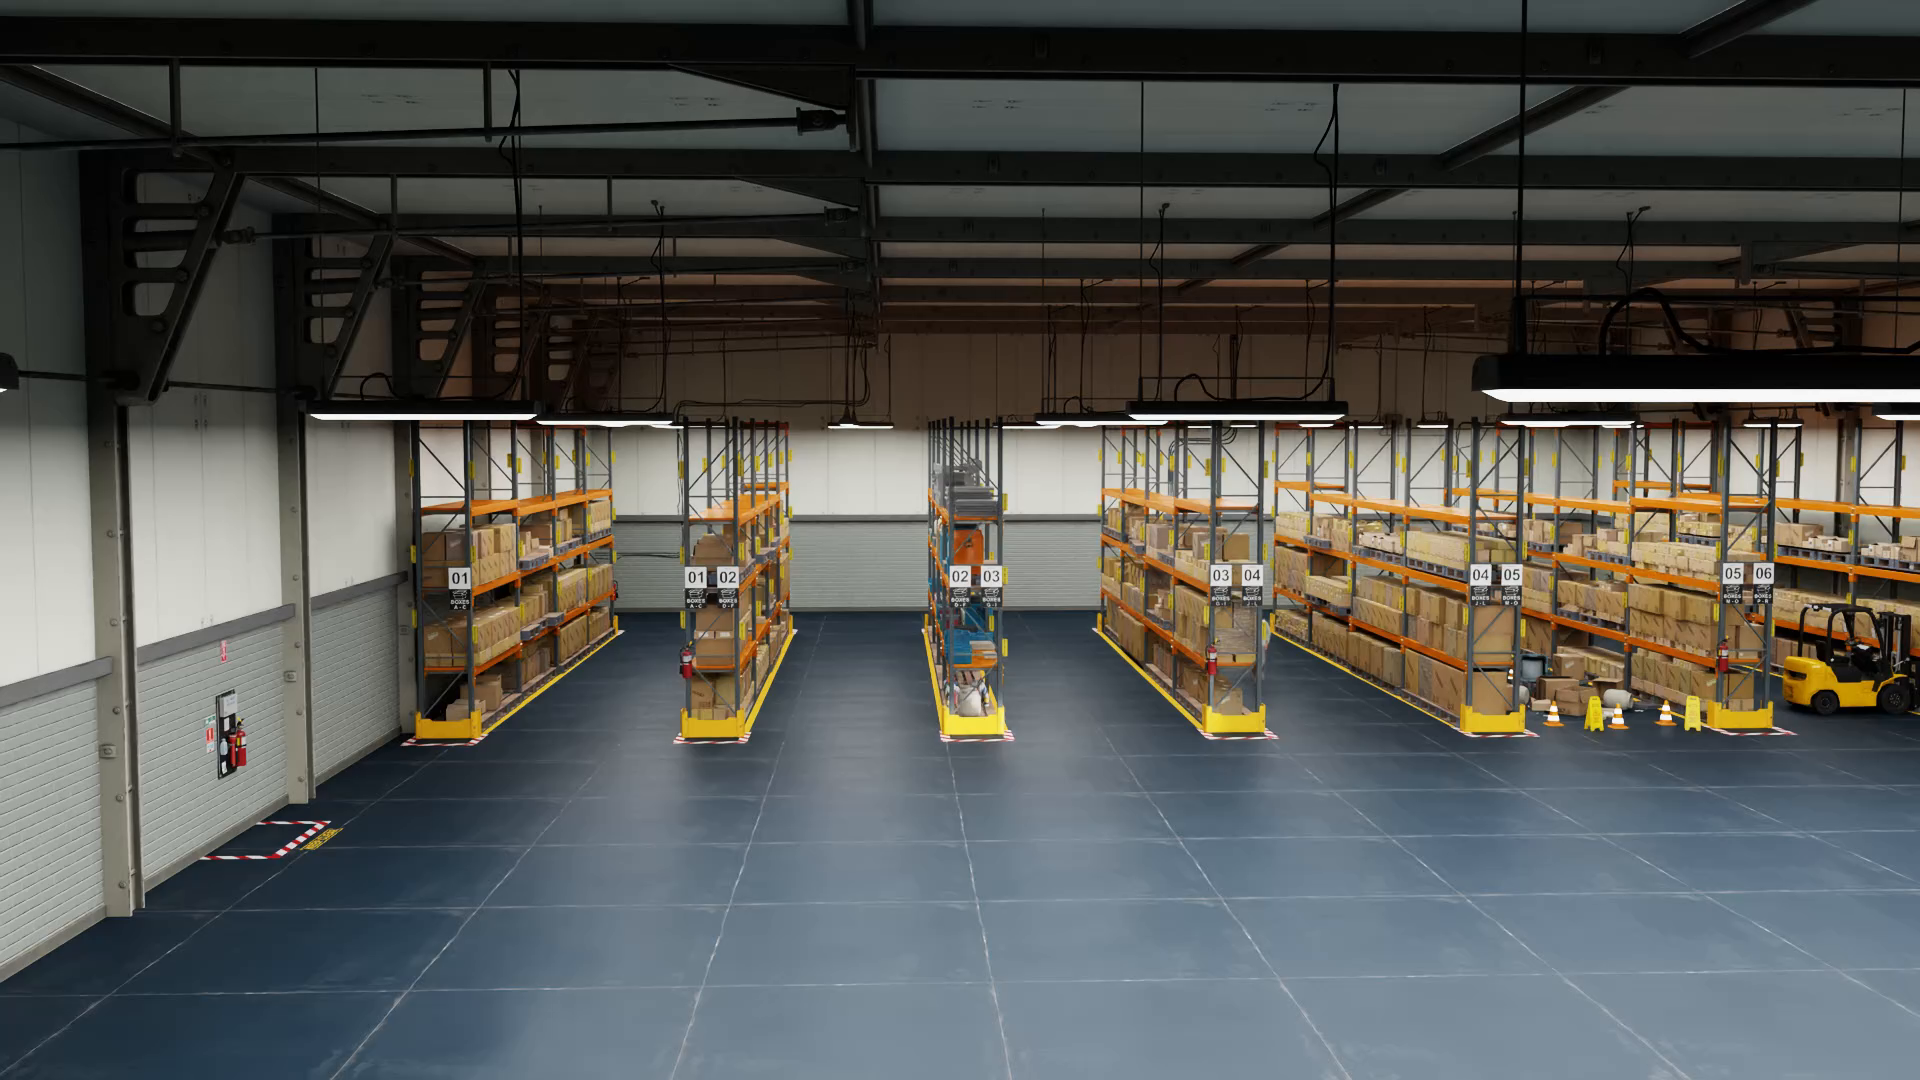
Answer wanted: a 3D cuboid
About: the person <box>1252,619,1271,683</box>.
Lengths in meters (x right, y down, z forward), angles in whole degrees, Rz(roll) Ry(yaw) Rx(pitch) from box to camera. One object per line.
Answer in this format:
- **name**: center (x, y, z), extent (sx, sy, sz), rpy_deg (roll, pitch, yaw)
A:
- **person**: center (6.786, 2.378, 37.947), extent (0.600, 1.754, 0.660), rpy_deg (1, 4, 11)
